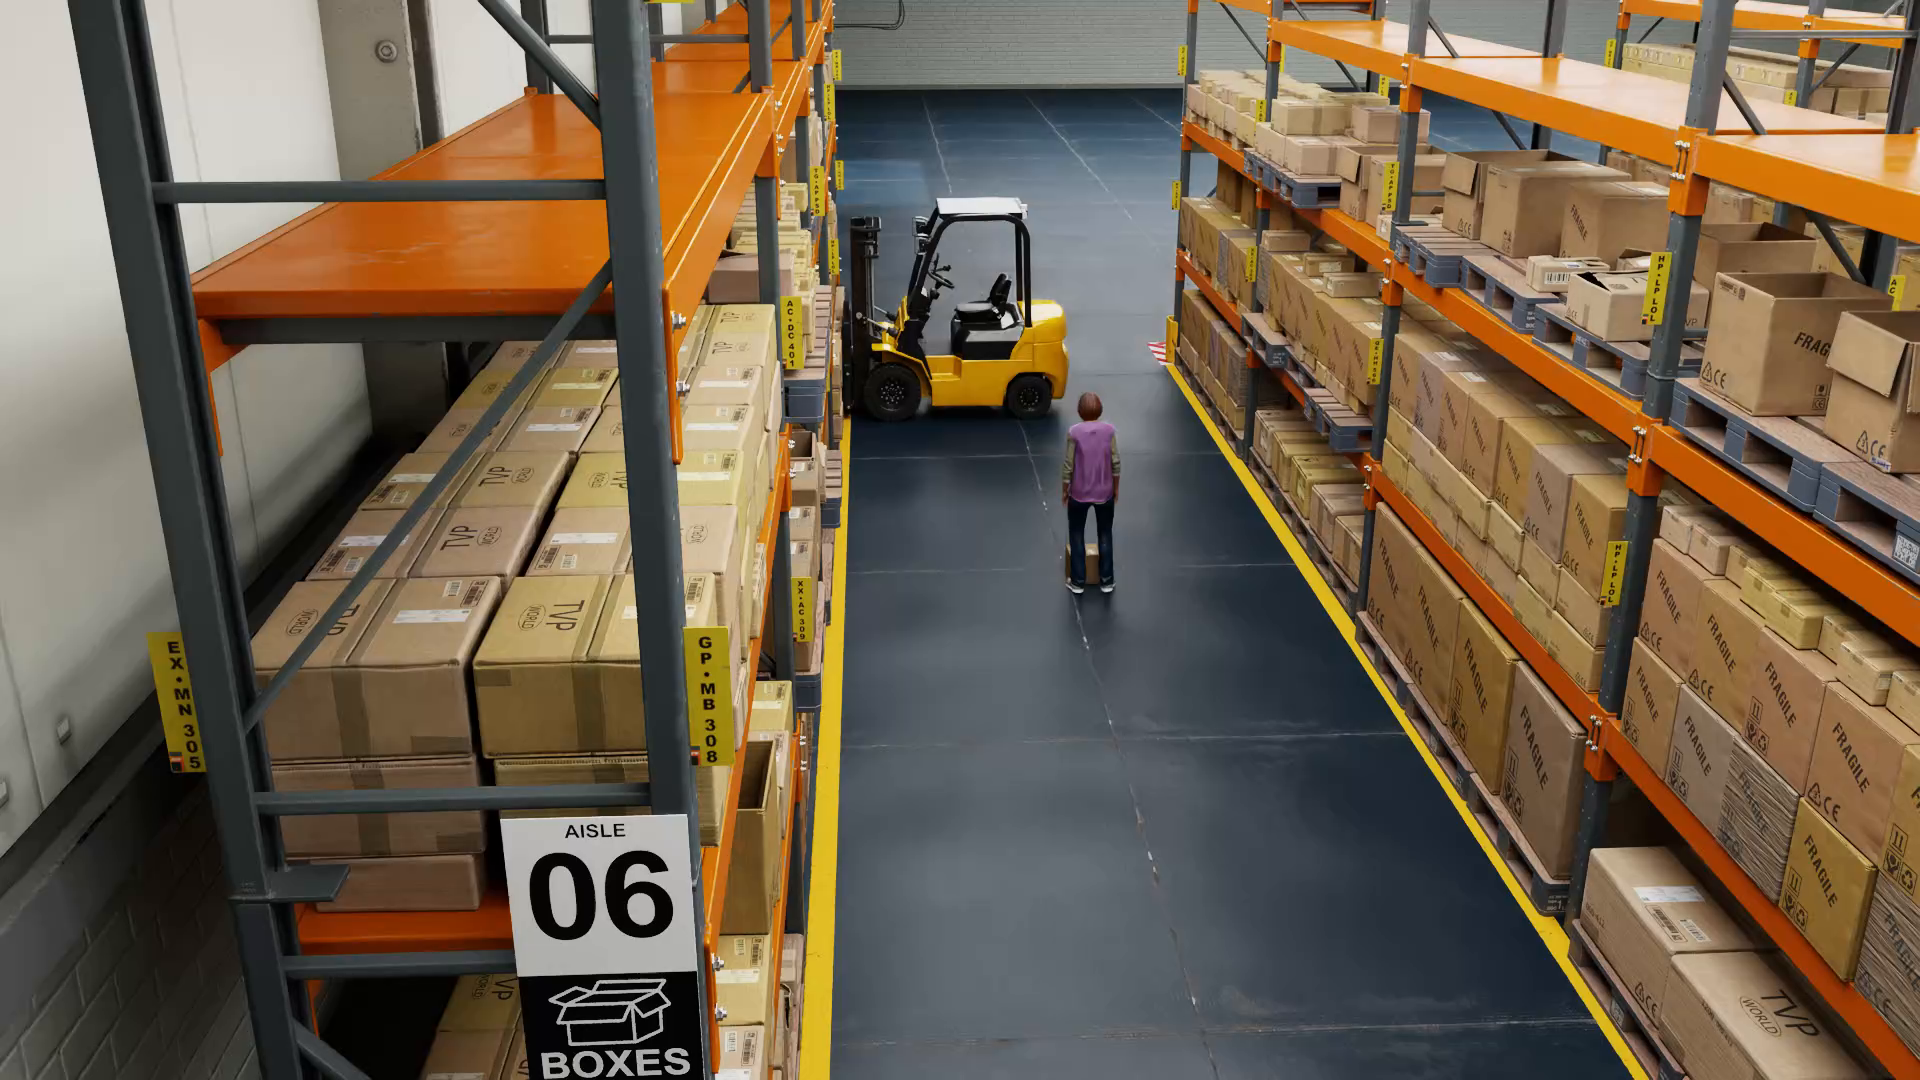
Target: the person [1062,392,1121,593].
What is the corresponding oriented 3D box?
[{"bbox_3d":[1.009,-0.351,12.824,0.467,1.590,0.346,-2,21,-5],"label":"person"}]
